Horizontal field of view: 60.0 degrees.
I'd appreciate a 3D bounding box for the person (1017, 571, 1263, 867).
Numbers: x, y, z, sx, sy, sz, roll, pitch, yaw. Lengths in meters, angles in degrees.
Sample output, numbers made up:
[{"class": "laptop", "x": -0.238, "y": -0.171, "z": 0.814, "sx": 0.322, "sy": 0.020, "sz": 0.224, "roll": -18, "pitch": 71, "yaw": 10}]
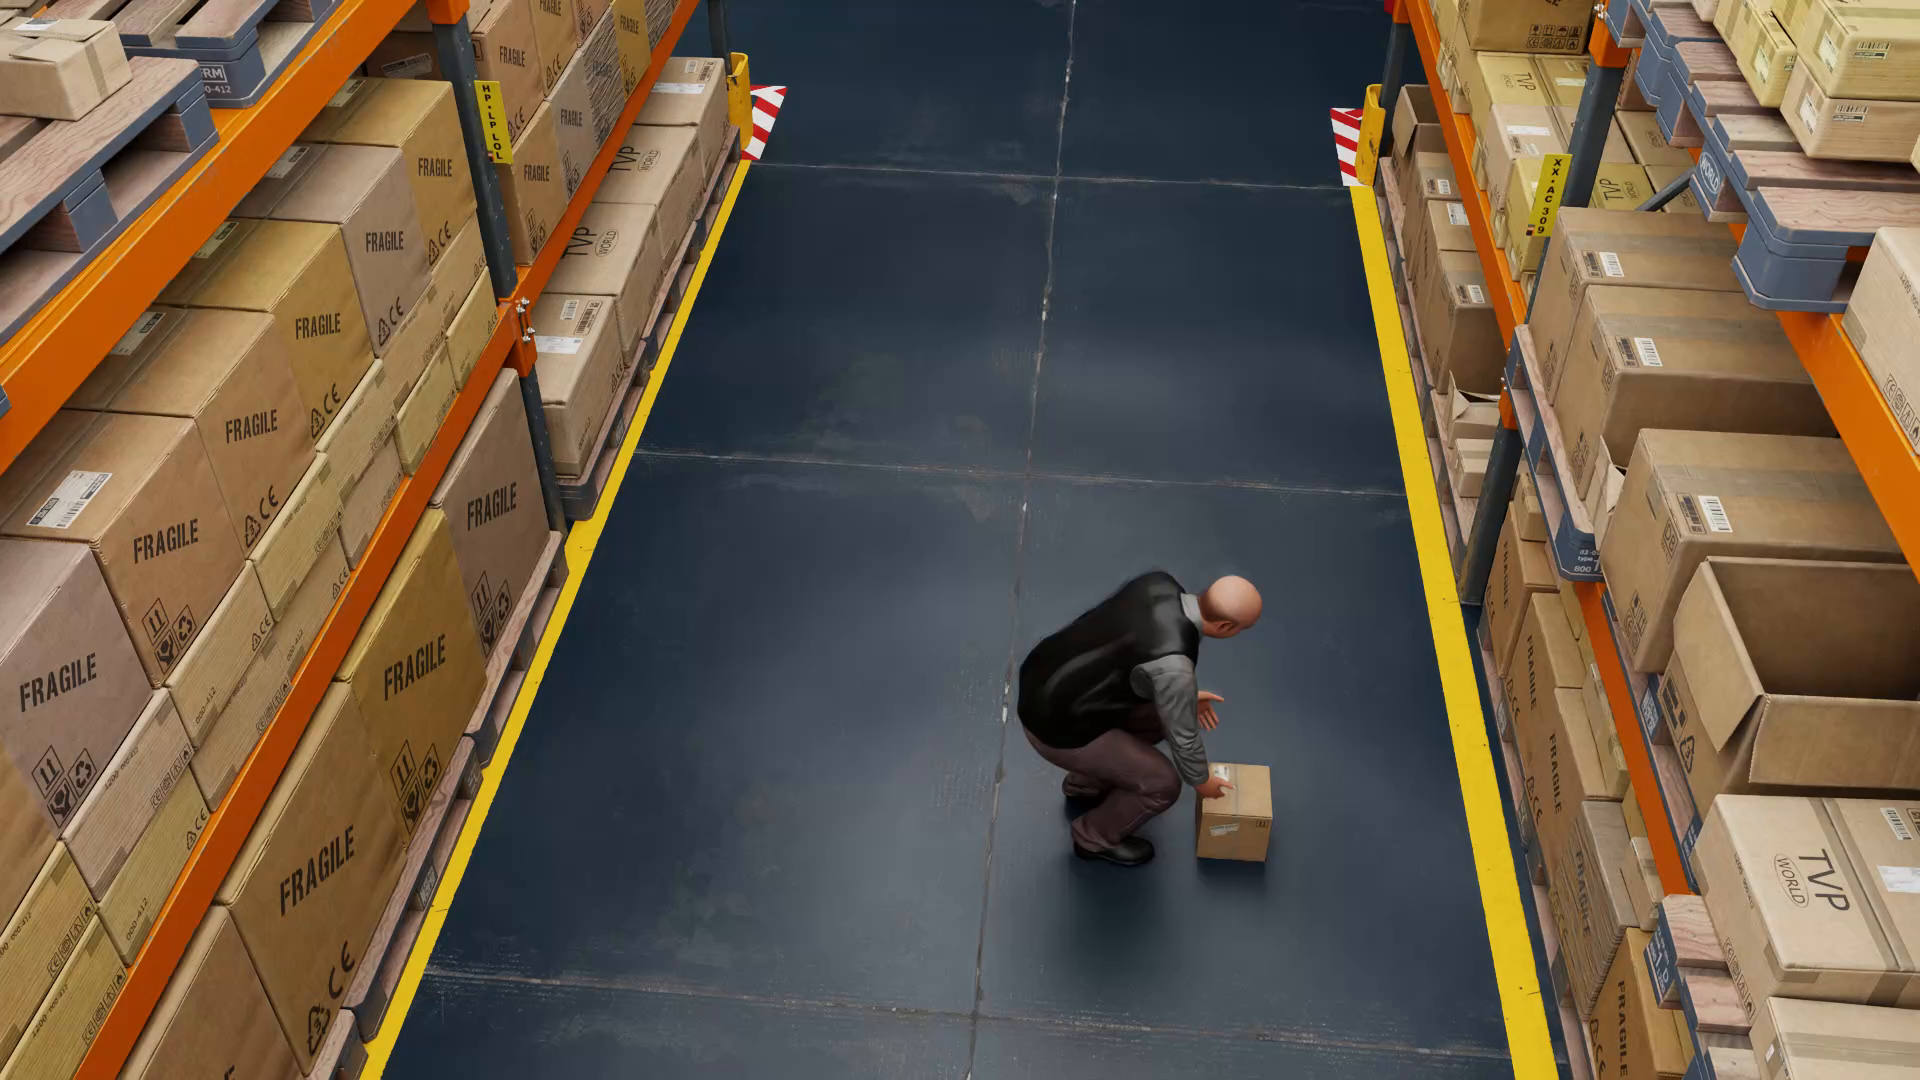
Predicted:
[{"class": "person", "x": 0.607, "y": 0.592, "z": 5.884, "sx": 0.805, "sy": 1.188, "sz": 0.578, "roll": 3, "pitch": 40, "yaw": 4}]
